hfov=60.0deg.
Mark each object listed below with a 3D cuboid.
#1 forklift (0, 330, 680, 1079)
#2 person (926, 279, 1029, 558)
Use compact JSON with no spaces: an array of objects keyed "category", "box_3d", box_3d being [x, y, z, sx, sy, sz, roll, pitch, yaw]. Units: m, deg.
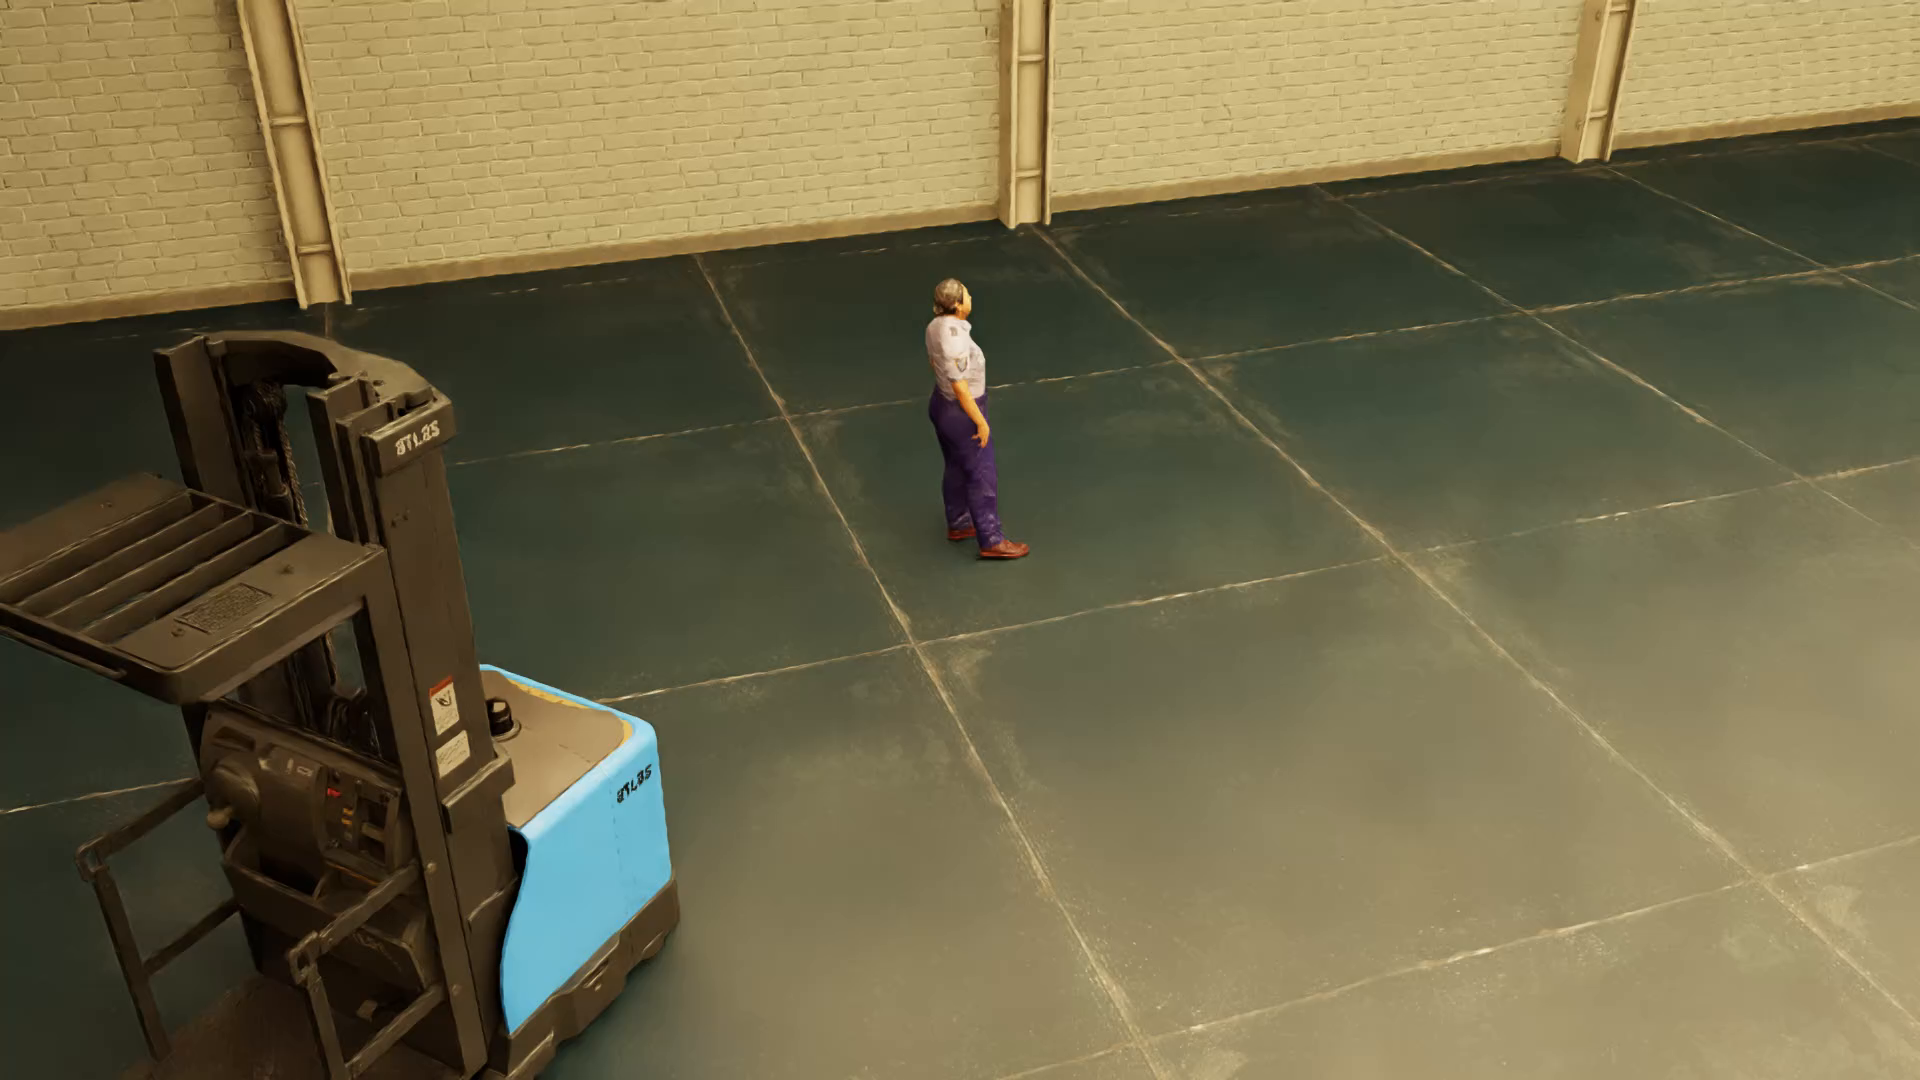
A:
[{"category":"forklift","box_3d":[-2.343,0.918,5.492,1.130,2.935,3.031,15,33,25]},{"category":"person","box_3d":[0.092,-0.724,9.618,0.502,1.650,0.599,-10,31,-16]}]
